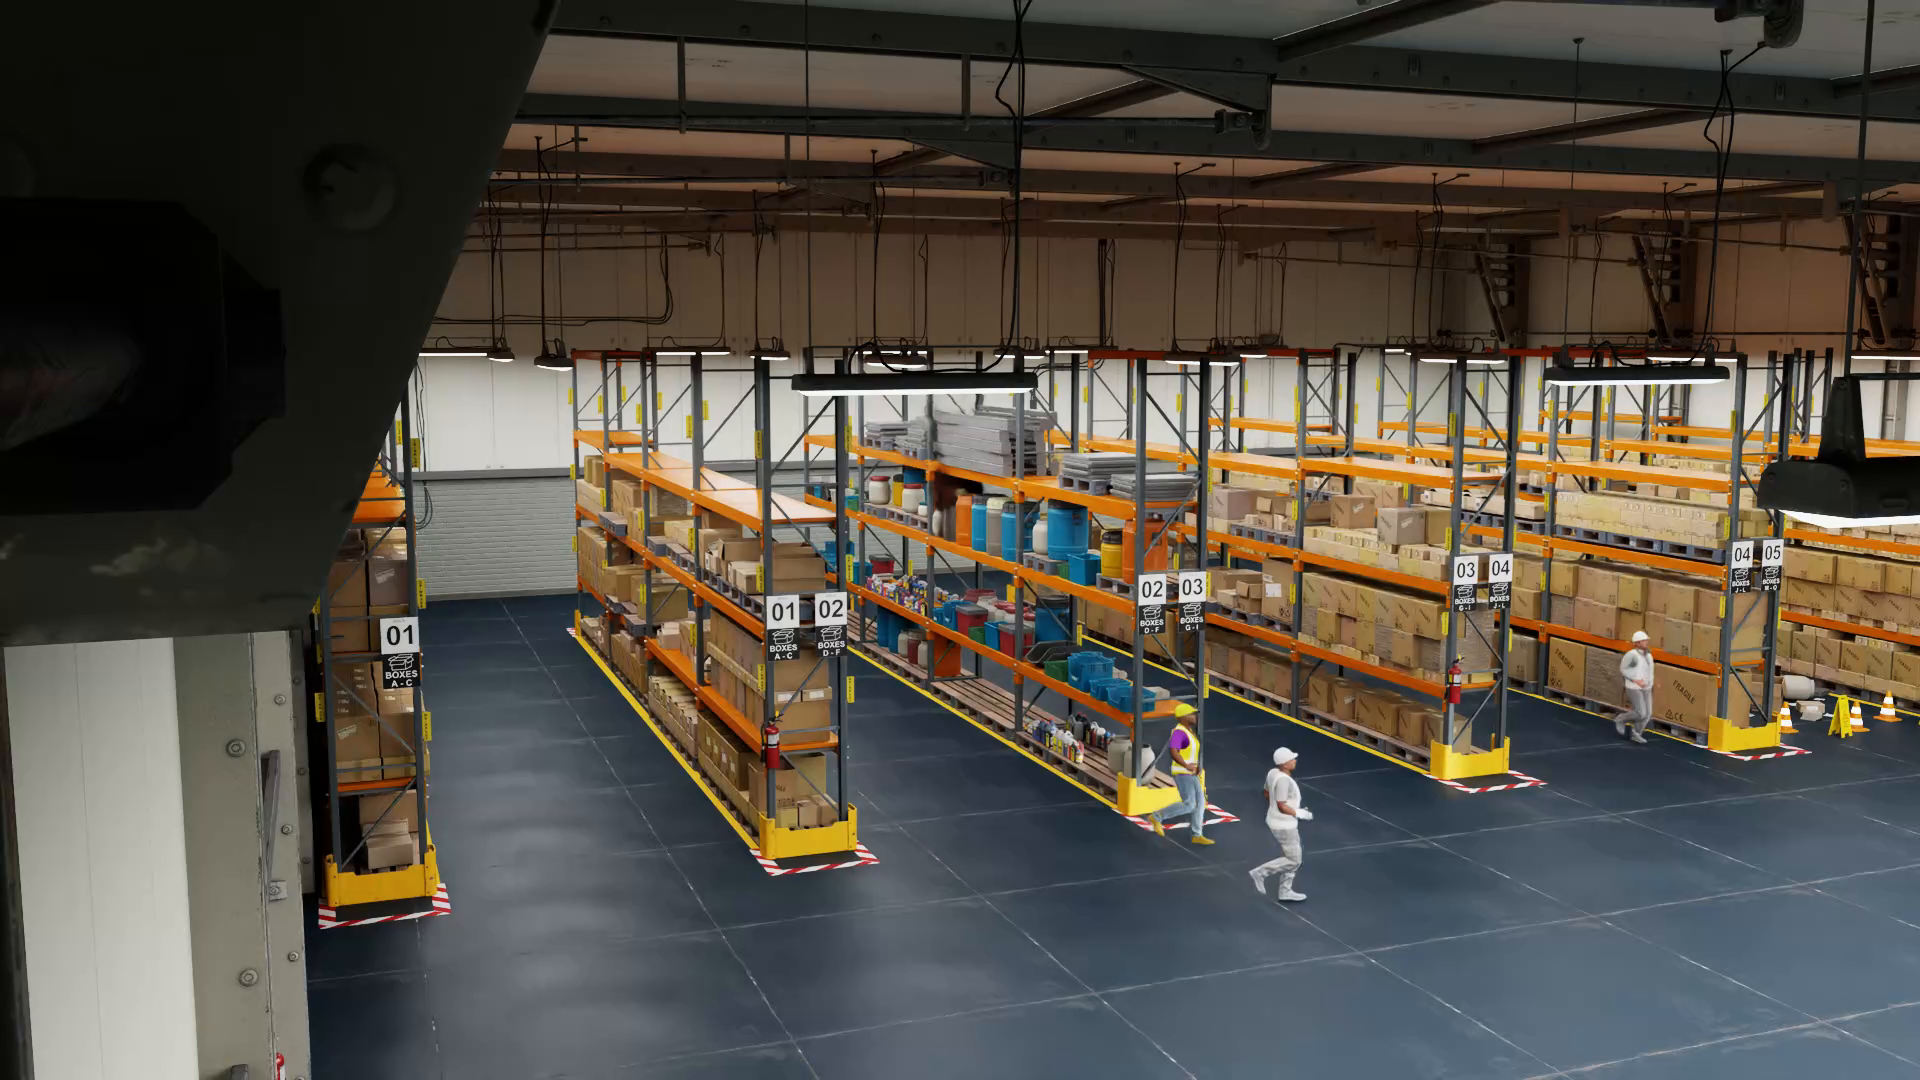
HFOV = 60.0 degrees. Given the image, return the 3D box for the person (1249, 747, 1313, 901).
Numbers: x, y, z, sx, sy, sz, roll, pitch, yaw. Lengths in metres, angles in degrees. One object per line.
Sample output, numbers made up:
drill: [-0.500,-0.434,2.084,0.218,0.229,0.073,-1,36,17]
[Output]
person: [3.564,3.168,18.553,0.679,1.742,0.678,0,7,0]

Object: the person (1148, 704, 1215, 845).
person: [2.814,2.903,20.798,0.830,1.715,0.761,2,7,16]

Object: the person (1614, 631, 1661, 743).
person: [10.516,2.271,25.806,0.647,1.727,0.580,-4,8,-29]
